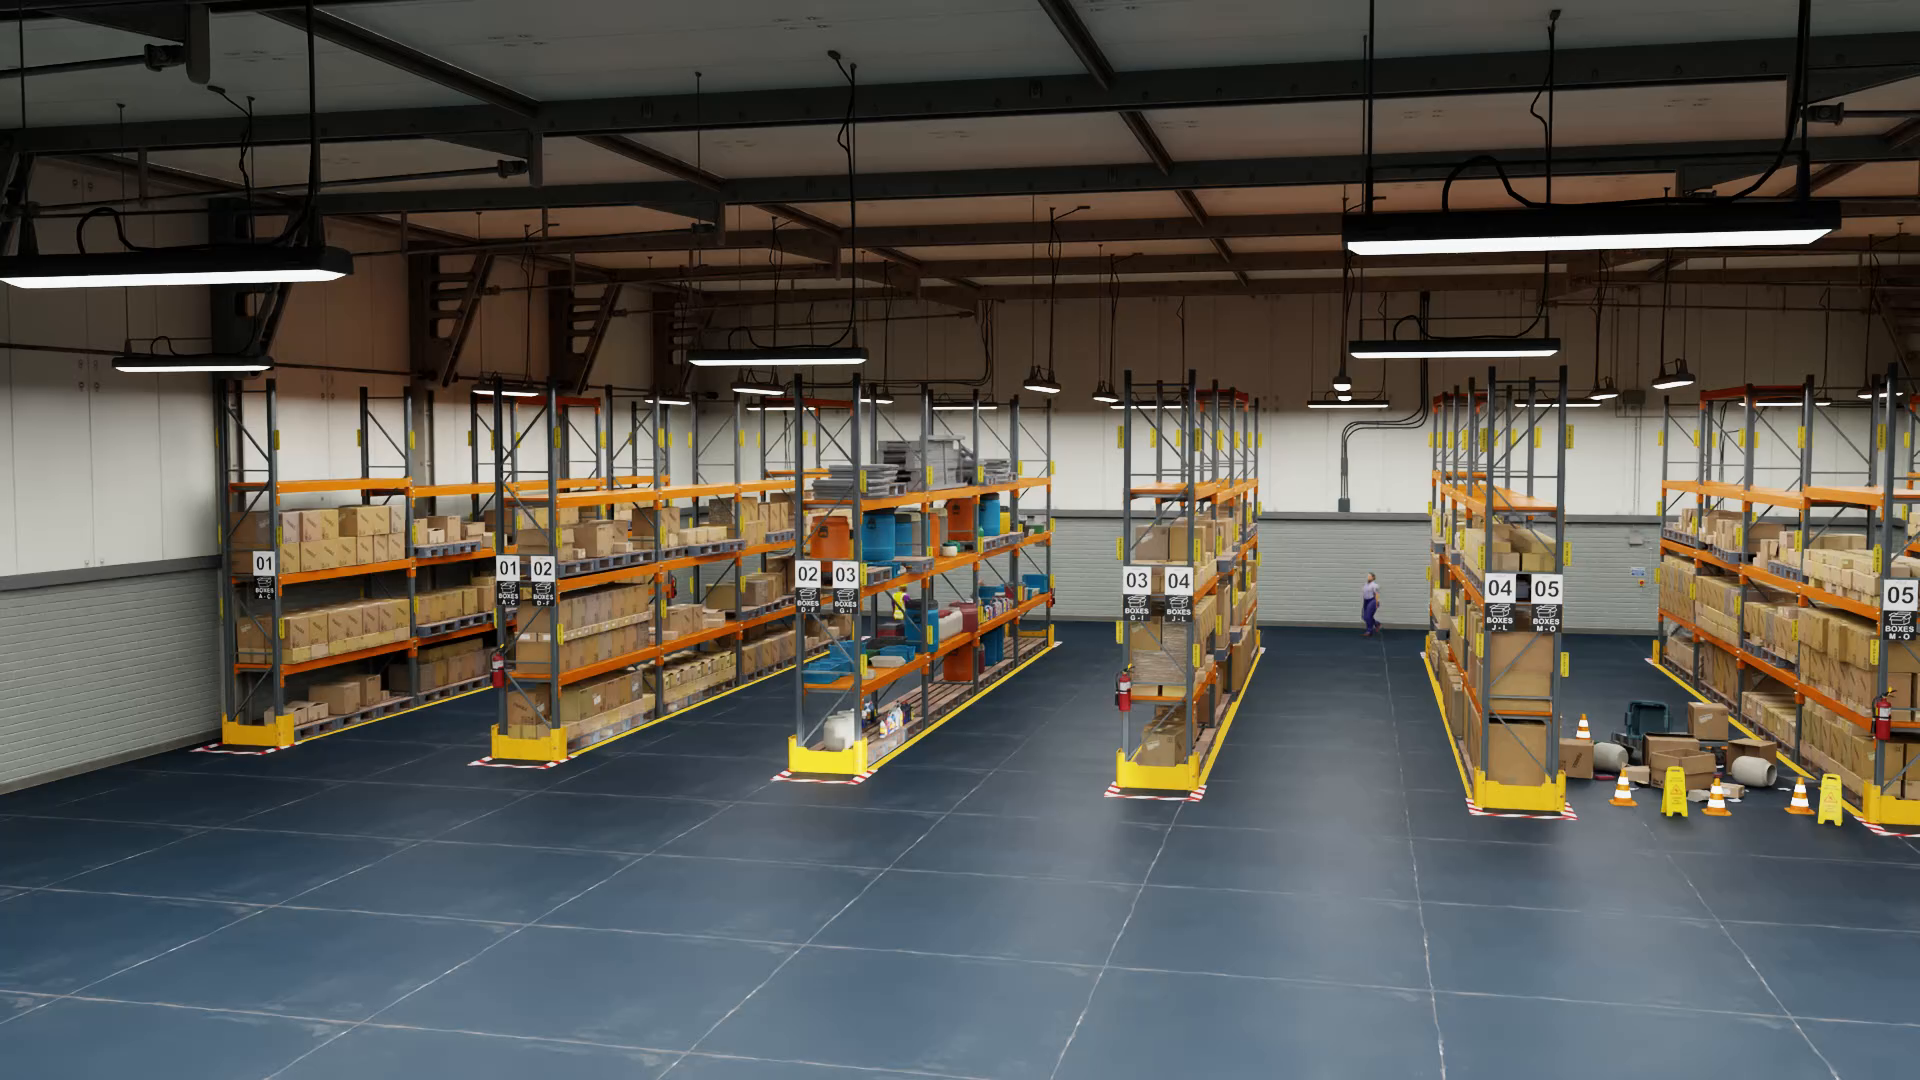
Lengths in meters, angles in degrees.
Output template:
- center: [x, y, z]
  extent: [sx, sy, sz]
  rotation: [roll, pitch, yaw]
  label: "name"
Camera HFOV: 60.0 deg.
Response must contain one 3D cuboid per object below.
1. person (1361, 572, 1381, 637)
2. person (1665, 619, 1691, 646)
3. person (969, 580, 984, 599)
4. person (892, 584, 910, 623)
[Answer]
- center: [10.506, 1.636, 42.365]
  extent: [0.671, 1.612, 0.490]
  rotation: [-1, 4, -19]
  label: "person"
- center: [16.839, 1.845, 38.880]
  extent: [0.967, 1.634, 0.439]
  rotation: [1, 3, 8]
  label: "person"
- center: [0.452, 1.785, 38.953]
  extent: [0.581, 1.716, 1.207]
  rotation: [3, 5, 44]
  label: "person"
- center: [-1.355, 1.825, 38.352]
  extent: [0.497, 1.769, 0.607]
  rotation: [-3, 5, -41]
  label: "person"
